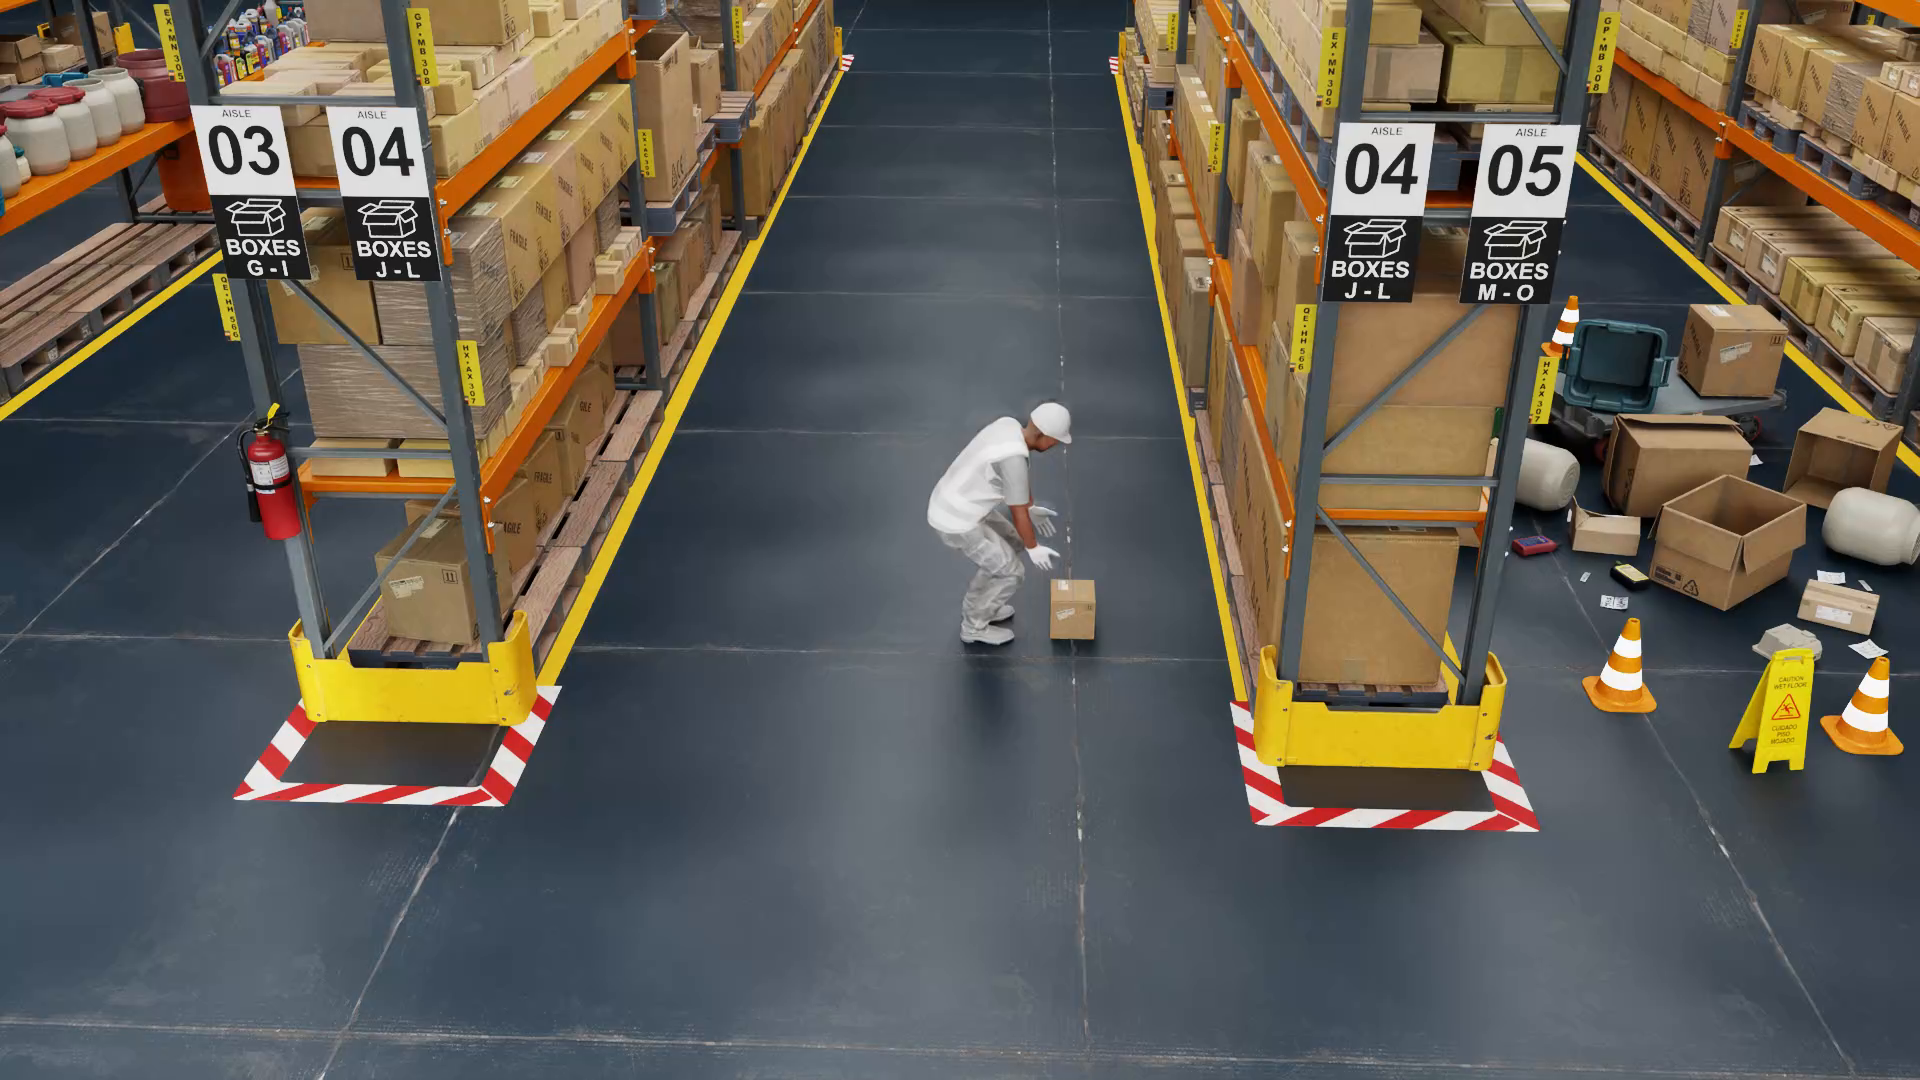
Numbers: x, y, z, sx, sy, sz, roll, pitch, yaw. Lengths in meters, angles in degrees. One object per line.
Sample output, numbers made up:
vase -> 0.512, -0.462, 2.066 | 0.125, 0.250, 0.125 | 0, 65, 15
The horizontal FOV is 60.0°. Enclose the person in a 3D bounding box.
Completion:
person -> 0.214, -0.129, 9.280 | 0.789, 1.380, 0.613 | 1, 28, 2
